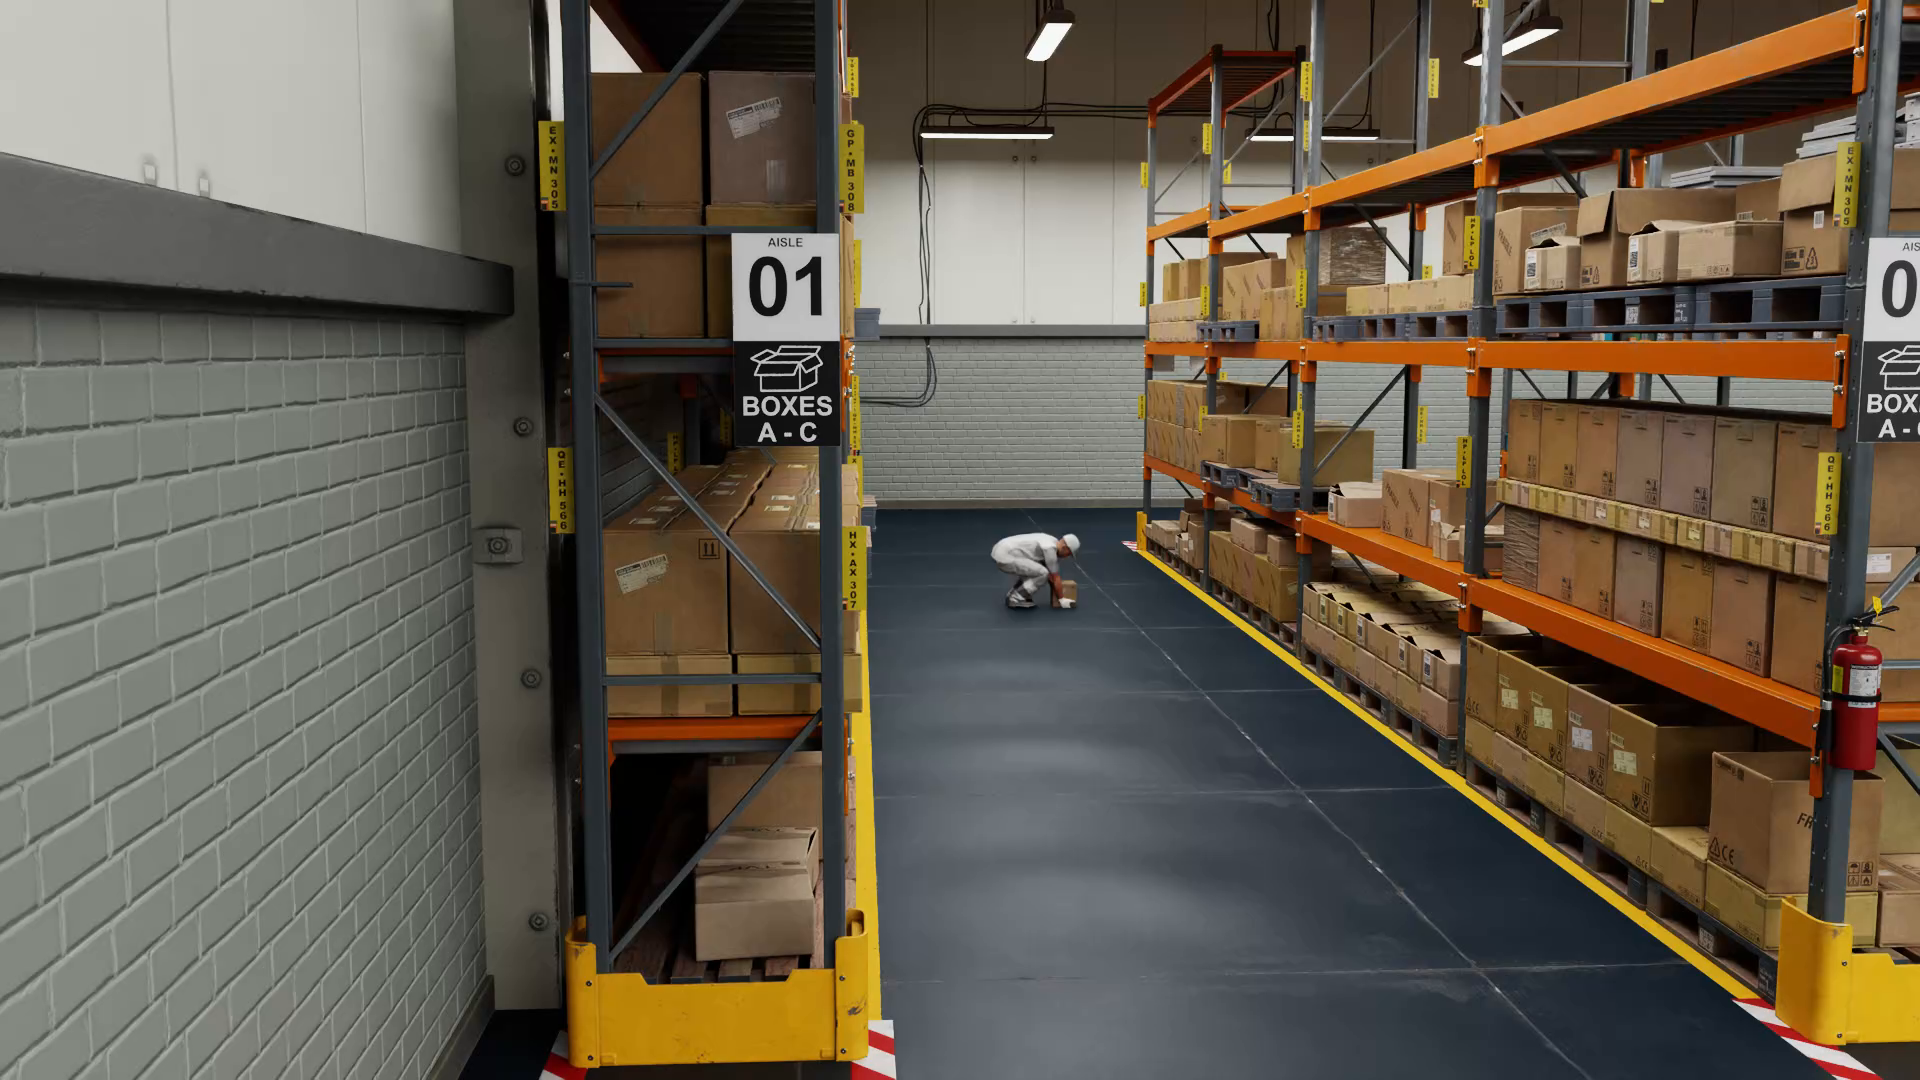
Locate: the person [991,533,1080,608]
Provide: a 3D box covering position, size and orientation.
[{"bbox_3d":[0.809,0.332,17.758,0.958,0.799,0.524,-1,7,-5],"label":"person"}]
